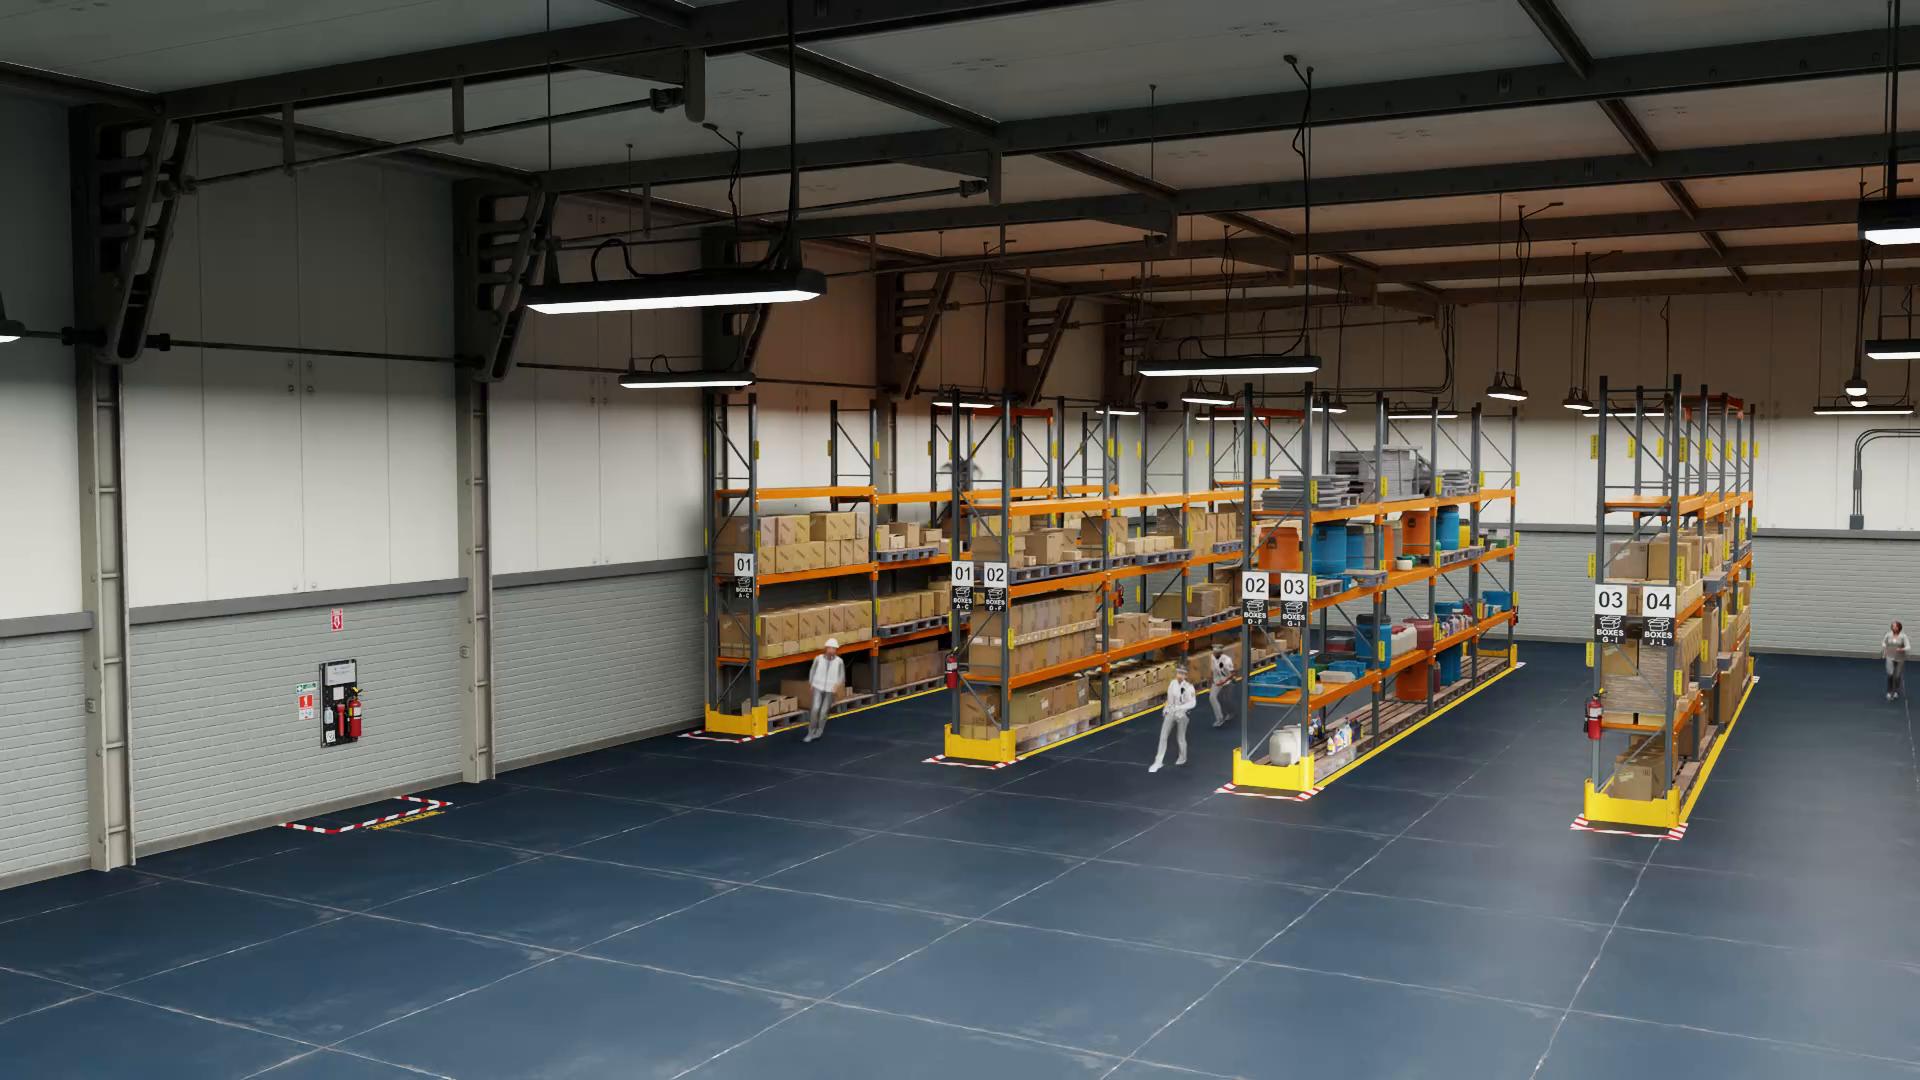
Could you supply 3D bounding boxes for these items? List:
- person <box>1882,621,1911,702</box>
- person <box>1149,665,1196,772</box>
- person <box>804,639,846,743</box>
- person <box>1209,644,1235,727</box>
[{"bbox_3d":[18.625,2.414,33.091,0.500,1.608,0.670,2,4,31],"label":"person"},{"bbox_3d":[3.381,2.747,25.875,0.614,1.658,0.884,2,4,31],"label":"person"},{"bbox_3d":[-2.333,2.567,28.616,0.738,1.739,0.631,0,3,-7],"label":"person"},{"bbox_3d":[4.819,2.605,30.250,0.585,1.513,1.022,2,4,32],"label":"person"}]
